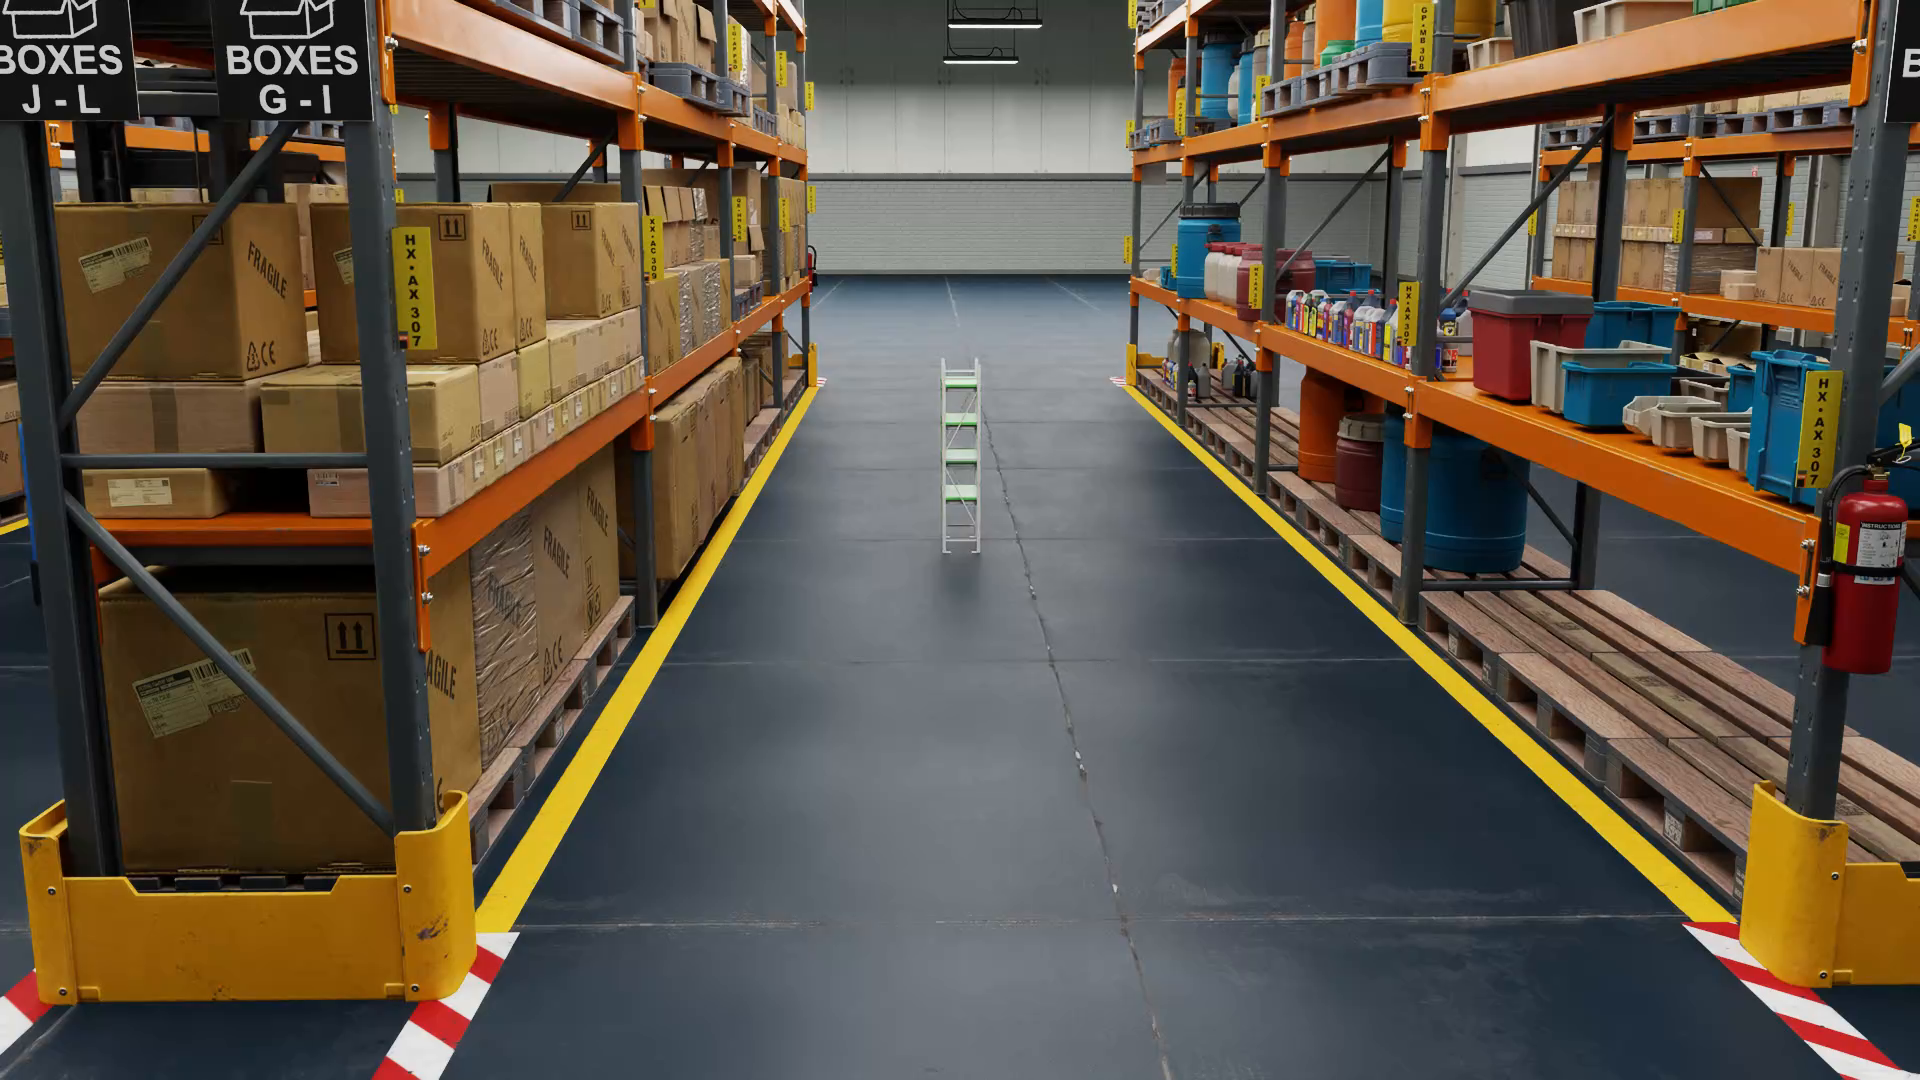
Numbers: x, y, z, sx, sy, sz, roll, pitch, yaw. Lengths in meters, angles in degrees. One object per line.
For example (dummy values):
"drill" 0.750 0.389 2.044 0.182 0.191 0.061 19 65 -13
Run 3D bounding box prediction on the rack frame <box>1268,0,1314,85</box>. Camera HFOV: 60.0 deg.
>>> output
"rack frame" 2.767 -4.761 11.896 1.000 3.000 0.127 0 11 -1

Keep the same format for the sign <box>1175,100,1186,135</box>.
"sign" 2.134 -4.091 16.112 0.100 0.325 0.005 0 11 -1

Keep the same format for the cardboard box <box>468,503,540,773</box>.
"cardboard box" -2.132 0.317 6.240 0.875 0.875 0.875 0 11 -1

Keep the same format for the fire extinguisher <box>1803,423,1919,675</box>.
"fire extinguisher" 2.481 0.021 4.542 0.296 0.674 0.183 0 11 -1

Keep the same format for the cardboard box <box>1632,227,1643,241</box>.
"cardboard box" 7.397 -3.258 17.693 0.380 0.149 0.250 0 11 -1

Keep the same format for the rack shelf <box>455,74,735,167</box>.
"rack shelf" -2.144 -2.521 10.206 1.077 0.370 4.000 0 11 -1

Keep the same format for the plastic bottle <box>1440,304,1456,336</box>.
"plastic bottle" 3.074 -1.348 10.484 0.097 0.271 0.097 0 11 0

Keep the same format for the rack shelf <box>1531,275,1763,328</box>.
"rack shelf" 7.595 -2.681 18.540 1.077 0.370 4.000 0 11 -1

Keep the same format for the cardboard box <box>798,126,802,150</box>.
"cardboard box" -2.073 -4.594 18.991 0.500 0.250 0.500 0 11 -1

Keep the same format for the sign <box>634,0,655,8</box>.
"sign" -1.548 -2.771 8.128 0.100 0.325 0.005 0 11 -1

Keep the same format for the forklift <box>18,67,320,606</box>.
"forklift" -4.532 -1.312 10.154 1.130 2.935 3.031 0 11 -2

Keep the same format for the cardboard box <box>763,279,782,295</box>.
"cardboard box" -1.972 -2.517 16.553 0.380 0.149 0.250 0 11 -1

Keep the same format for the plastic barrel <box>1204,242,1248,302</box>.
"plastic barrel" 2.485 -2.492 15.456 0.433 0.535 0.433 0 11 0

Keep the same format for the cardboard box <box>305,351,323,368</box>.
"cardboard box" -2.305 -0.479 5.505 0.500 0.250 0.500 0 11 -2

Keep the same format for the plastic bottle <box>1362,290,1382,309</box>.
"plastic bottle" 2.630 -1.430 10.686 0.144 0.351 0.185 0 11 -1

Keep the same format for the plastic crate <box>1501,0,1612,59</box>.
"plastic crate" 2.601 -2.184 7.065 0.497 0.269 0.590 0 11 -1

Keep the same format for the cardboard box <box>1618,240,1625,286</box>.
"cardboard box" 7.585 -3.080 18.443 0.700 0.500 0.500 0 11 1

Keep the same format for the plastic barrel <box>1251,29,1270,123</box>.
"plastic barrel" 2.925 -4.102 14.929 0.600 0.901 0.600 0 11 0

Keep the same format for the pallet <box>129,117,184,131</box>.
"pallet" -7.239 -3.528 13.837 1.003 0.211 1.213 0 11 1

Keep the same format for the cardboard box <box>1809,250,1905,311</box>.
"cardboard box" 7.668 -2.223 14.223 0.500 0.500 0.500 -1 11 -4

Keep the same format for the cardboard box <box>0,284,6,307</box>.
"cardboard box" -6.666 -1.637 11.160 0.380 0.149 0.250 0 11 -2

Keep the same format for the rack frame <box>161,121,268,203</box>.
"rack frame" -7.229 -2.596 16.310 1.000 3.000 0.127 0 11 -1

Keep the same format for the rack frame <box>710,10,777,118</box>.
"rack frame" -2.268 -5.536 15.715 1.000 3.000 0.127 0 11 -1

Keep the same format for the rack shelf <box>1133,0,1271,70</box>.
"rack shelf" 2.643 -5.406 17.886 1.077 0.370 4.000 0 11 -1

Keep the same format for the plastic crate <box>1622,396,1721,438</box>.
"plastic crate" 2.688 -0.464 6.316 0.298 0.136 0.250 0 11 -1

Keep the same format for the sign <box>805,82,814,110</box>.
"sign" -1.795 -5.294 19.836 0.100 0.325 0.005 0 11 -1

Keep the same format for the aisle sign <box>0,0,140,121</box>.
"aisle sign" -2.318 -1.469 4.219 0.394 0.787 0.004 0 11 -1

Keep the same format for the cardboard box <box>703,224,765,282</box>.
"cardboard box" -2.140 -2.508 14.563 0.797 0.503 0.637 1 12 5

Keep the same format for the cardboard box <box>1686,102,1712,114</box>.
"cardboard box" 7.879 -4.545 17.191 0.500 0.311 0.500 -1 12 -4

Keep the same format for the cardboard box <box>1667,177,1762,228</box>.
"cardboard box" 7.621 -3.409 16.804 0.700 0.500 0.500 0 11 -1

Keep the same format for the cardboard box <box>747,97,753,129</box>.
"cardboard box" -1.971 -3.496 13.581 0.500 0.250 0.500 0 11 0

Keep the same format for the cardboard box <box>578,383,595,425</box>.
"cardboard box" -1.742 -0.568 6.947 0.380 0.149 0.250 0 11 -2

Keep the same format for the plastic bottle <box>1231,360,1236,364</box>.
"plastic bottle" 3.058 -1.851 18.384 0.152 0.276 0.135 -1 11 -3

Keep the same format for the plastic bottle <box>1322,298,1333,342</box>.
"plastic bottle" 2.431 -1.447 10.940 0.061 0.283 0.133 0 11 -1

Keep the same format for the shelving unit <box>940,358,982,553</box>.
"shelving unit" 0.003 -0.555 10.778 0.258 1.200 0.503 0 11 -1

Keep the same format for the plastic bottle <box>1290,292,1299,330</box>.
"plastic bottle" 2.428 -1.648 11.961 0.097 0.271 0.097 0 11 0

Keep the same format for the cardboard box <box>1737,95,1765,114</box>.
"cardboard box" 7.640 -4.116 15.579 0.500 0.250 0.500 1 12 5

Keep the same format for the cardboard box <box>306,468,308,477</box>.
"cardboard box" -2.372 -0.308 5.667 0.380 0.149 0.250 0 11 0

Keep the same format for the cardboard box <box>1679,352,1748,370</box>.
"cardboard box" 7.396 -1.686 16.274 0.500 0.311 0.500 0 11 -1

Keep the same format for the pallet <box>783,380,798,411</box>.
"pallet" -2.345 -1.606 18.444 1.003 0.211 1.213 0 11 -1

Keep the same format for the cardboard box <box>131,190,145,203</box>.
"cardboard box" -7.170 -2.632 13.720 0.700 0.500 0.500 0 11 -2

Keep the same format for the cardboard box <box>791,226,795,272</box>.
"cardboard box" -2.270 -3.179 18.183 0.875 0.500 0.500 0 11 -1

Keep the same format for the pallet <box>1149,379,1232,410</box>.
"pallet" 2.684 -1.627 18.546 1.003 0.211 1.213 0 11 -1

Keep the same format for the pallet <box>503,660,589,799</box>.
"pallet" -2.137 0.755 6.805 1.003 0.211 1.213 0 11 -1

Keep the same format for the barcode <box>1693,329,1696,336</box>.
"barcode" 7.225 -2.045 16.359 0.001 0.075 0.075 0 11 -1

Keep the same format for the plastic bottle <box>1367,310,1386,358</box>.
"plastic bottle" 2.500 -1.215 9.817 0.152 0.276 0.135 0 11 -1

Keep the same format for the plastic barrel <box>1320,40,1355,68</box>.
"plastic barrel" 2.559 -3.210 11.125 0.294 0.245 0.294 0 11 0

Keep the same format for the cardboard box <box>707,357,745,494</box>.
"cardboard box" -2.192 -0.828 11.885 1.225 0.875 0.875 -1 11 -4

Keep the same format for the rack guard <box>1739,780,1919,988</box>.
"rack guard" 2.946 0.999 4.879 1.175 0.500 0.348 0 11 -1

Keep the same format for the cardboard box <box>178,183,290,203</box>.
"cardboard box" -7.202 -3.272 16.550 0.875 0.550 0.550 0 11 -1

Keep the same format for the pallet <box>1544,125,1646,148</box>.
"pallet" 7.543 -4.717 19.445 1.003 0.211 1.213 0 11 -1

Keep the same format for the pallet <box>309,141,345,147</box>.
"pallet" -7.286 -4.670 19.213 1.003 0.211 1.213 0 11 -1

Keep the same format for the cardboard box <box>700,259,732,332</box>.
"cardboard box" -1.927 -1.753 11.904 0.500 0.500 0.500 0 11 1

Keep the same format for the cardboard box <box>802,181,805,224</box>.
"cardboard box" -2.092 -3.968 19.558 0.500 0.500 0.500 0 11 -1

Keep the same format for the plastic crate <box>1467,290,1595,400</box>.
"plastic crate" 2.617 -0.908 7.681 0.402 0.464 0.583 0 11 -1
